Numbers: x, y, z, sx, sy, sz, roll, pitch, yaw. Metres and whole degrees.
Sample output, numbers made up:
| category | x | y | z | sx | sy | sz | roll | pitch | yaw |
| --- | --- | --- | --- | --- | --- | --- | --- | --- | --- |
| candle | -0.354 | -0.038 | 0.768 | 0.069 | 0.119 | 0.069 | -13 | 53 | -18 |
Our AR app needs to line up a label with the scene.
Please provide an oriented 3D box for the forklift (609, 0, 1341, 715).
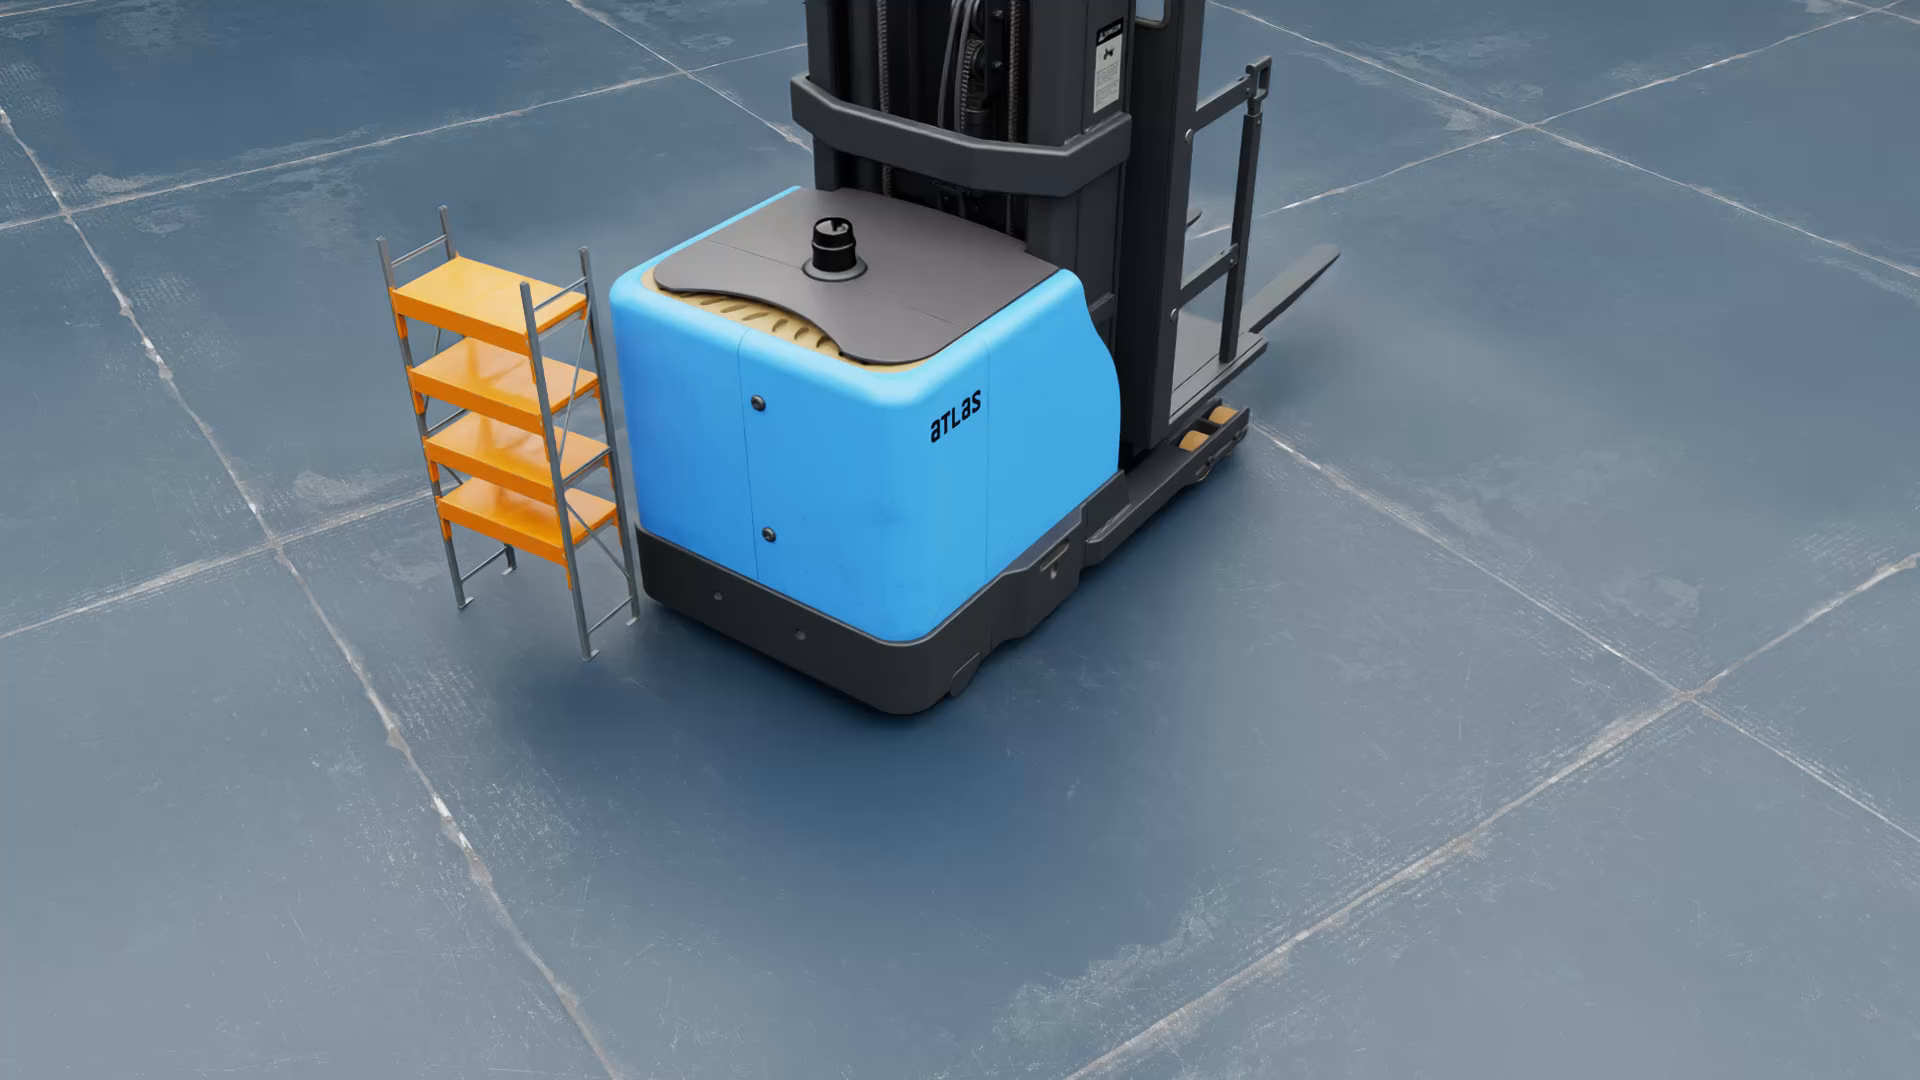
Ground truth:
| category | x | y | z | sx | sy | sz | roll | pitch | yaw |
| --- | --- | --- | --- | --- | --- | --- | --- | --- | --- |
| forklift | 0.322 | -1.534 | 4.872 | 1.130 | 2.935 | 3.031 | 23 | 41 | 28 |

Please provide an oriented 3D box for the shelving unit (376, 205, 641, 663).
| category | x | y | z | sx | sy | sz | roll | pitch | yaw |
| --- | --- | --- | --- | --- | --- | --- | --- | --- | --- |
| shelving unit | -1.222 | -0.271 | 4.599 | 0.503 | 1.200 | 0.258 | 19 | 40 | 24 |

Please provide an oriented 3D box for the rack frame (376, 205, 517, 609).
| category | x | y | z | sx | sy | sz | roll | pitch | yaw |
| --- | --- | --- | --- | --- | --- | --- | --- | --- | --- |
| rack frame | -1.433 | -0.343 | 4.699 | 0.015 | 1.200 | 0.240 | 19 | 40 | 24 |

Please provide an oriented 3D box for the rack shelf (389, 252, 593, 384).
| category | x | y | z | sx | sy | sz | roll | pitch | yaw |
| --- | --- | --- | --- | --- | --- | --- | --- | --- | --- |
| rack shelf | -1.222 | -0.590 | 4.369 | 0.480 | 0.148 | 0.258 | 19 | 40 | 24 |

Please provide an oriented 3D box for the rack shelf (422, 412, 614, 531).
| category | x | y | z | sx | sy | sz | roll | pitch | yaw |
| --- | --- | --- | --- | --- | --- | --- | --- | --- | --- |
| rack shelf | -1.222 | -0.216 | 4.638 | 0.480 | 0.148 | 0.258 | 19 | 40 | 24 |

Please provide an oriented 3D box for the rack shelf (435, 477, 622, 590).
| category | x | y | z | sx | sy | sz | roll | pitch | yaw |
| --- | --- | --- | --- | --- | --- | --- | --- | --- | --- |
| rack shelf | -1.222 | -0.055 | 4.754 | 0.480 | 0.148 | 0.258 | 19 | 40 | 24 |

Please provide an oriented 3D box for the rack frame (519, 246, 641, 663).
| category | x | y | z | sx | sy | sz | roll | pitch | yaw |
| --- | --- | --- | --- | --- | --- | --- | --- | --- | --- |
| rack frame | -1.012 | -0.198 | 4.498 | 0.015 | 1.200 | 0.240 | 19 | 40 | 24 |

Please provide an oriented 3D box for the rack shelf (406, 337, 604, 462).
| category | x | y | z | sx | sy | sz | roll | pitch | yaw |
| --- | --- | --- | --- | --- | --- | --- | --- | --- | --- |
| rack shelf | -1.222 | -0.398 | 4.507 | 0.480 | 0.148 | 0.258 | 19 | 40 | 24 |
